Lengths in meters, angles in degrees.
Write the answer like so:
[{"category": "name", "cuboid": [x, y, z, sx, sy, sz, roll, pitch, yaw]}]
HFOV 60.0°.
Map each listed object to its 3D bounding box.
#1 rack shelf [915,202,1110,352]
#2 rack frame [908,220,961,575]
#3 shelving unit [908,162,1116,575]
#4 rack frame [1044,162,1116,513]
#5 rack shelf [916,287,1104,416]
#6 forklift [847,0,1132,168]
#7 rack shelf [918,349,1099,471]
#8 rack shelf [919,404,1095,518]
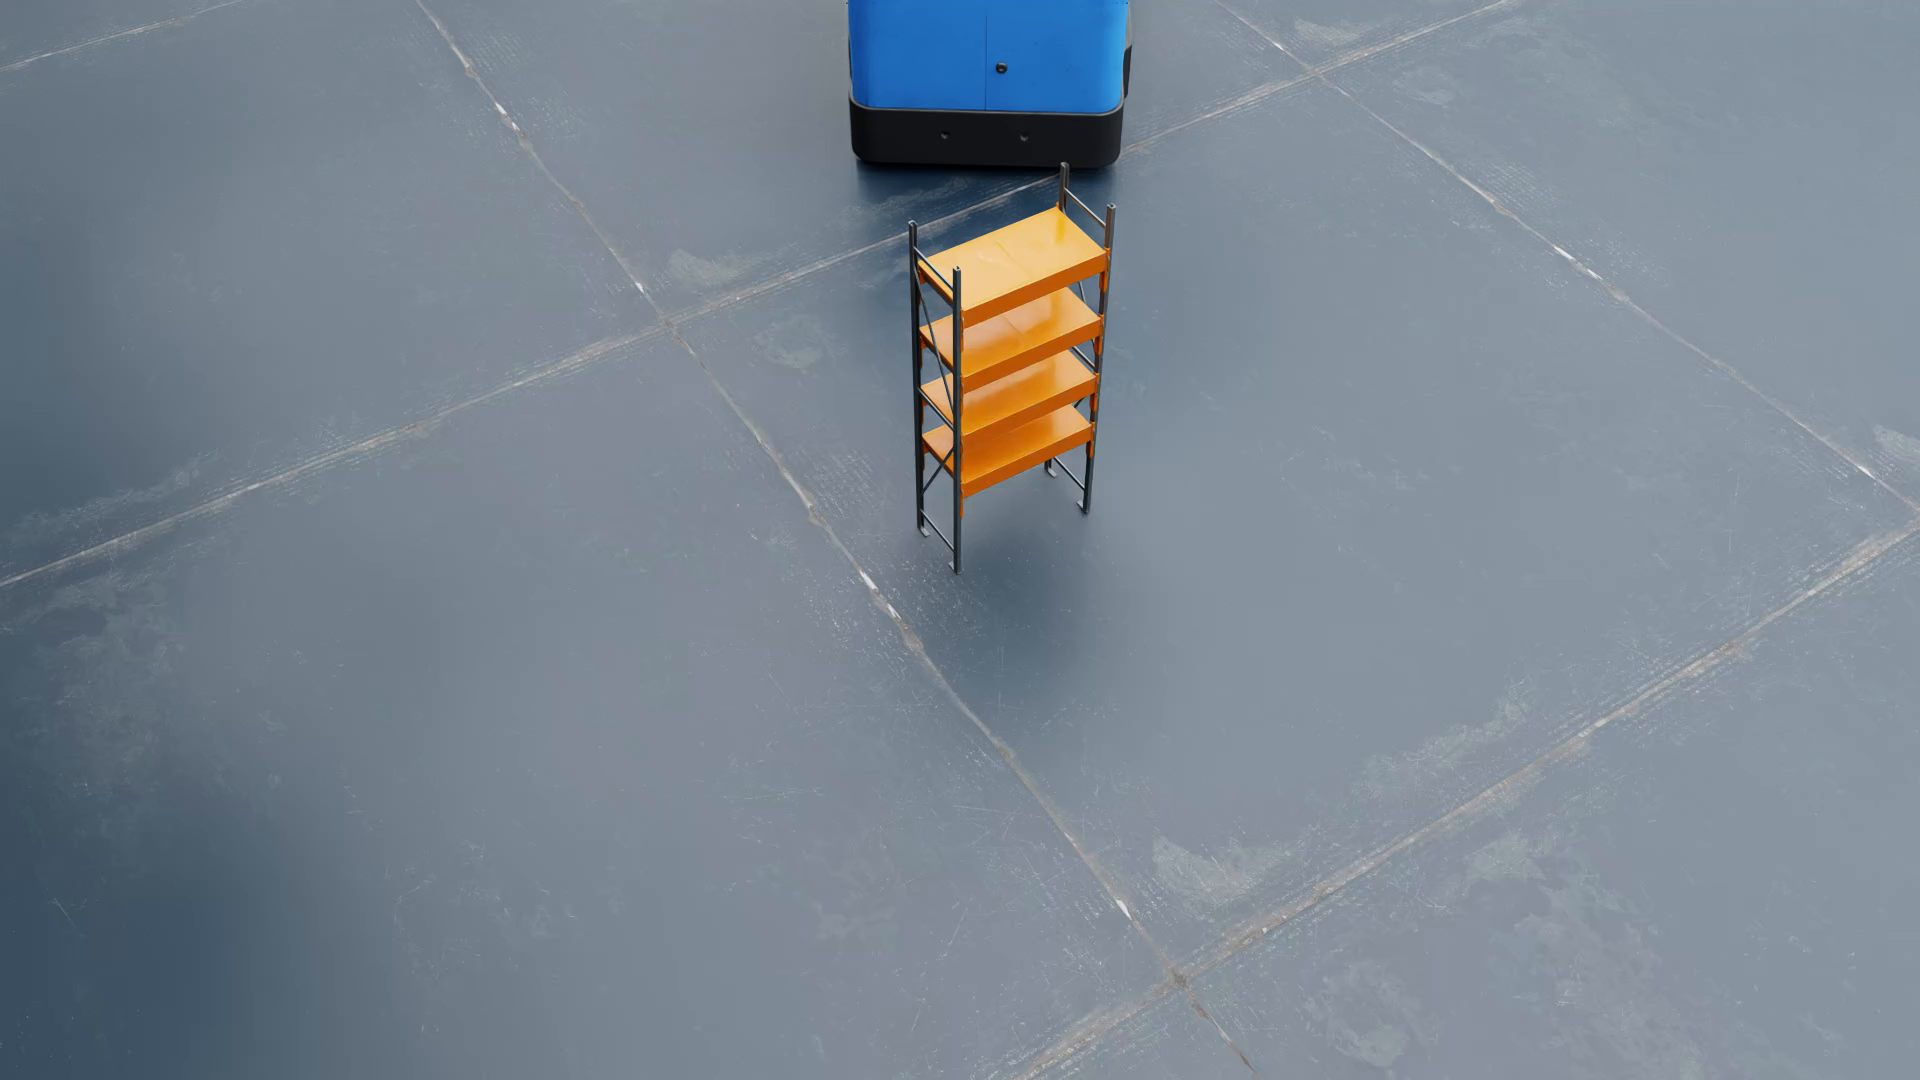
[{"category": "rack shelf", "cuboid": [0.140, -0.726, 4.567, 0.480, 0.148, 0.258, -25, 53, -21]}, {"category": "rack frame", "cuboid": [-0.066, -0.368, 4.774, 0.015, 1.200, 0.240, -25, 53, -21]}, {"category": "shelving unit", "cuboid": [0.140, -0.465, 4.861, 0.503, 1.200, 0.258, -25, 53, -21]}, {"category": "rack frame", "cuboid": [0.346, -0.562, 4.947, 0.015, 1.200, 0.240, -25, 53, -21]}, {"category": "rack shelf", "cuboid": [0.140, -0.569, 4.744, 0.480, 0.148, 0.258, -25, 53, -21]}, {"category": "forklift", "cuboid": [0.164, -3.509, 6.412, 1.130, 2.935, 3.031, 2, 48, 2]}, {"category": "rack shelf", "cuboid": [0.140, -0.420, 4.911, 0.480, 0.148, 0.258, -25, 53, -21]}, {"category": "rack shelf", "cuboid": [0.140, -0.288, 5.059, 0.480, 0.148, 0.258, -25, 53, -21]}]
